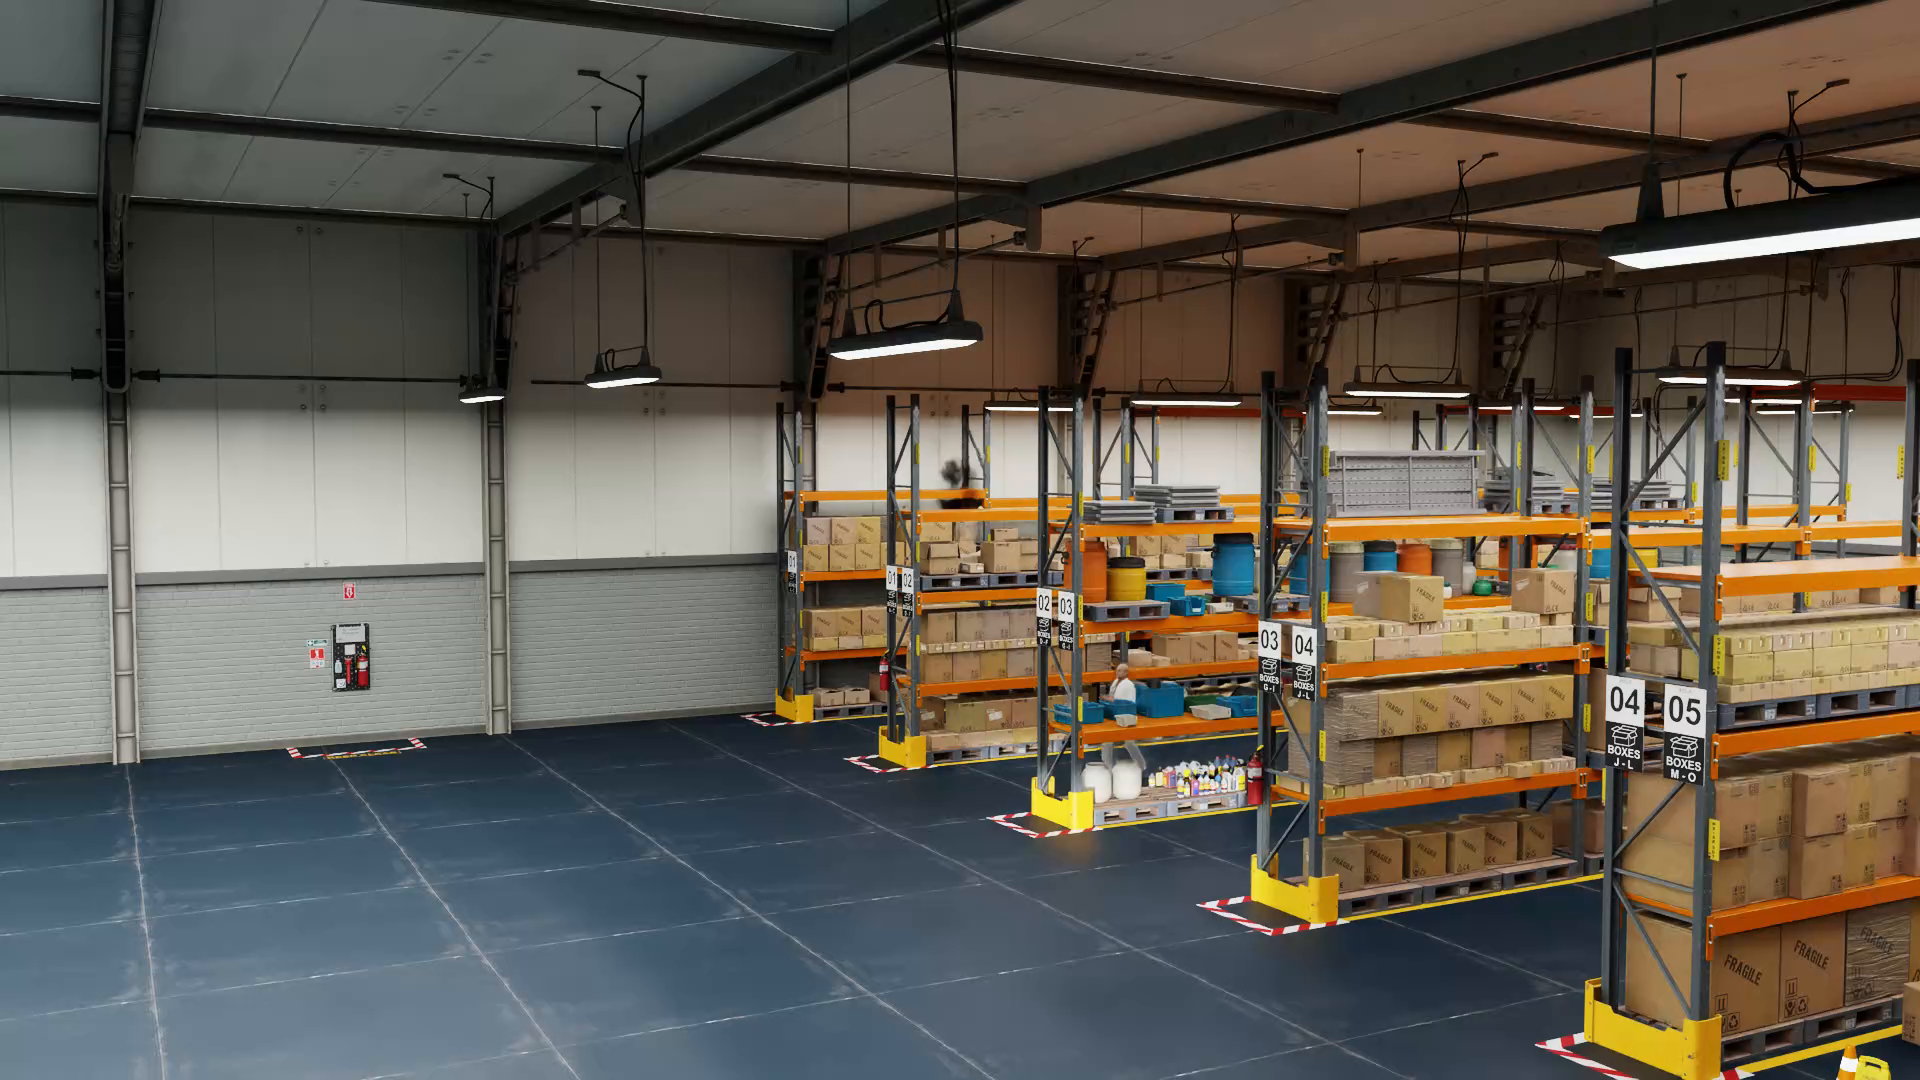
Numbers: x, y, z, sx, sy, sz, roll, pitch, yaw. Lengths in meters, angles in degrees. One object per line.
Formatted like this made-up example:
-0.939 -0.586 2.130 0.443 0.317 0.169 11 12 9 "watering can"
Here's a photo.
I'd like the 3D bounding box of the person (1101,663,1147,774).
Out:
2.501 2.817 25.643 0.894 1.839 0.679 -2 4 -36 "person"
